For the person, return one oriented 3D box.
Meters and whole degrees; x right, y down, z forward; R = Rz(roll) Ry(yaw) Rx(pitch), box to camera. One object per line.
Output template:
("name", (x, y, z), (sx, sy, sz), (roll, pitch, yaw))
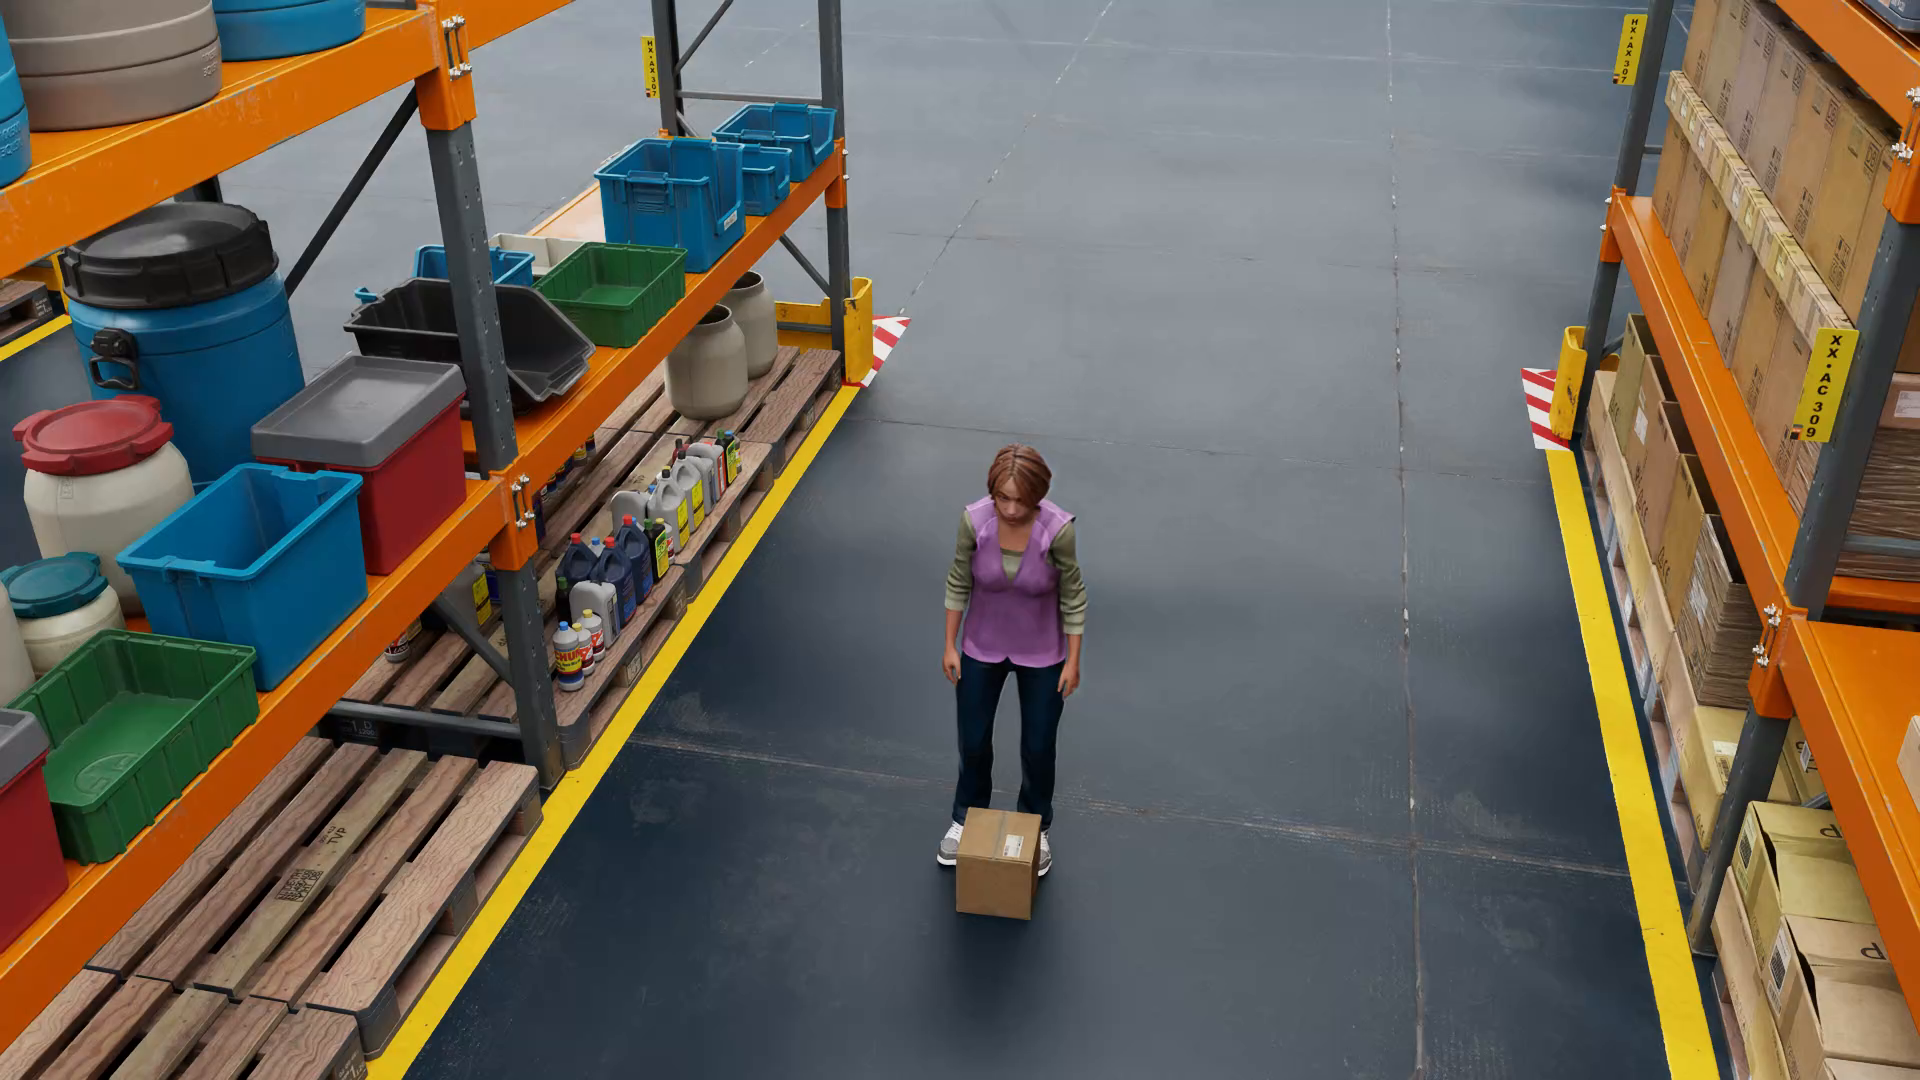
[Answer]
("person", (0.172, 0.386, 5.447), (0.468, 1.593, 0.350), (6, 30, 10))
